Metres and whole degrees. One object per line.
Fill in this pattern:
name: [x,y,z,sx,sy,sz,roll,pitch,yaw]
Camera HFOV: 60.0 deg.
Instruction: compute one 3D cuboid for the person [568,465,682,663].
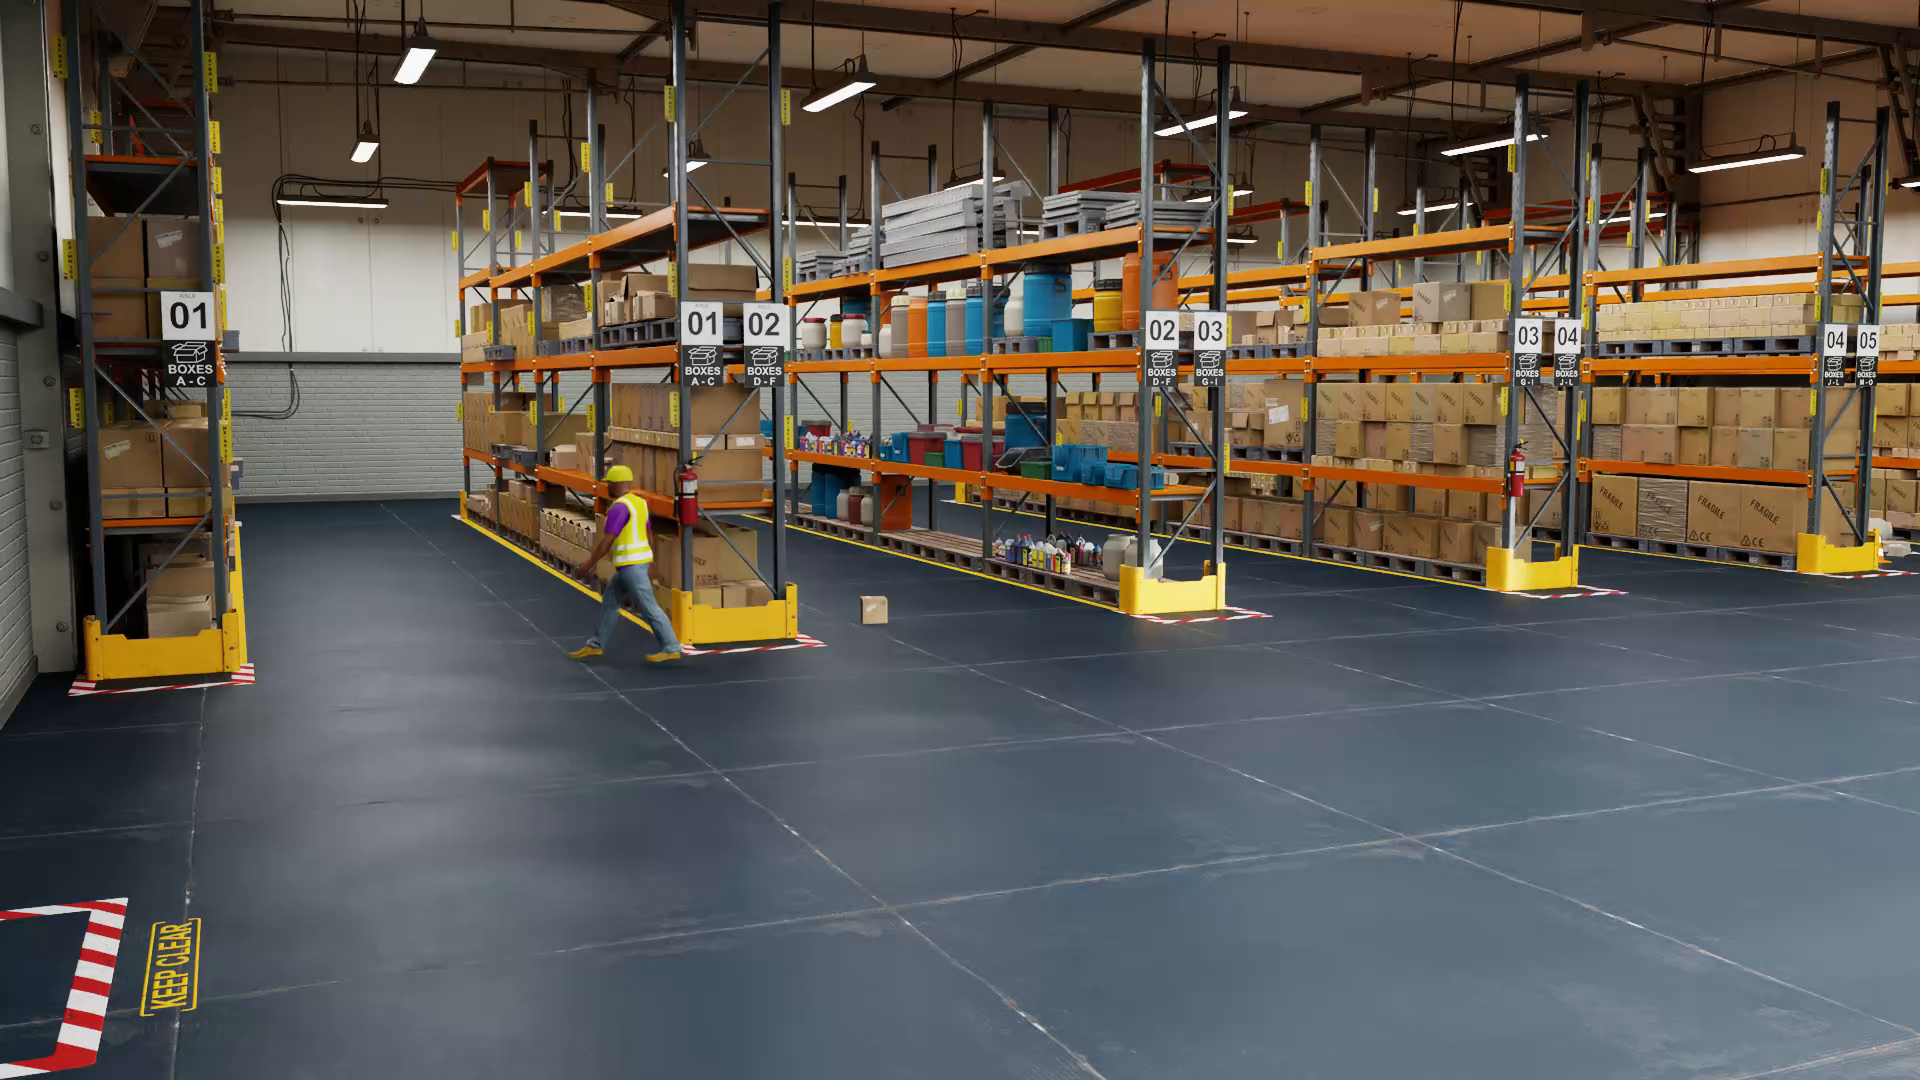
person: [-2.933,0.201,14.474,1.052,1.699,0.640,0,5,4]
